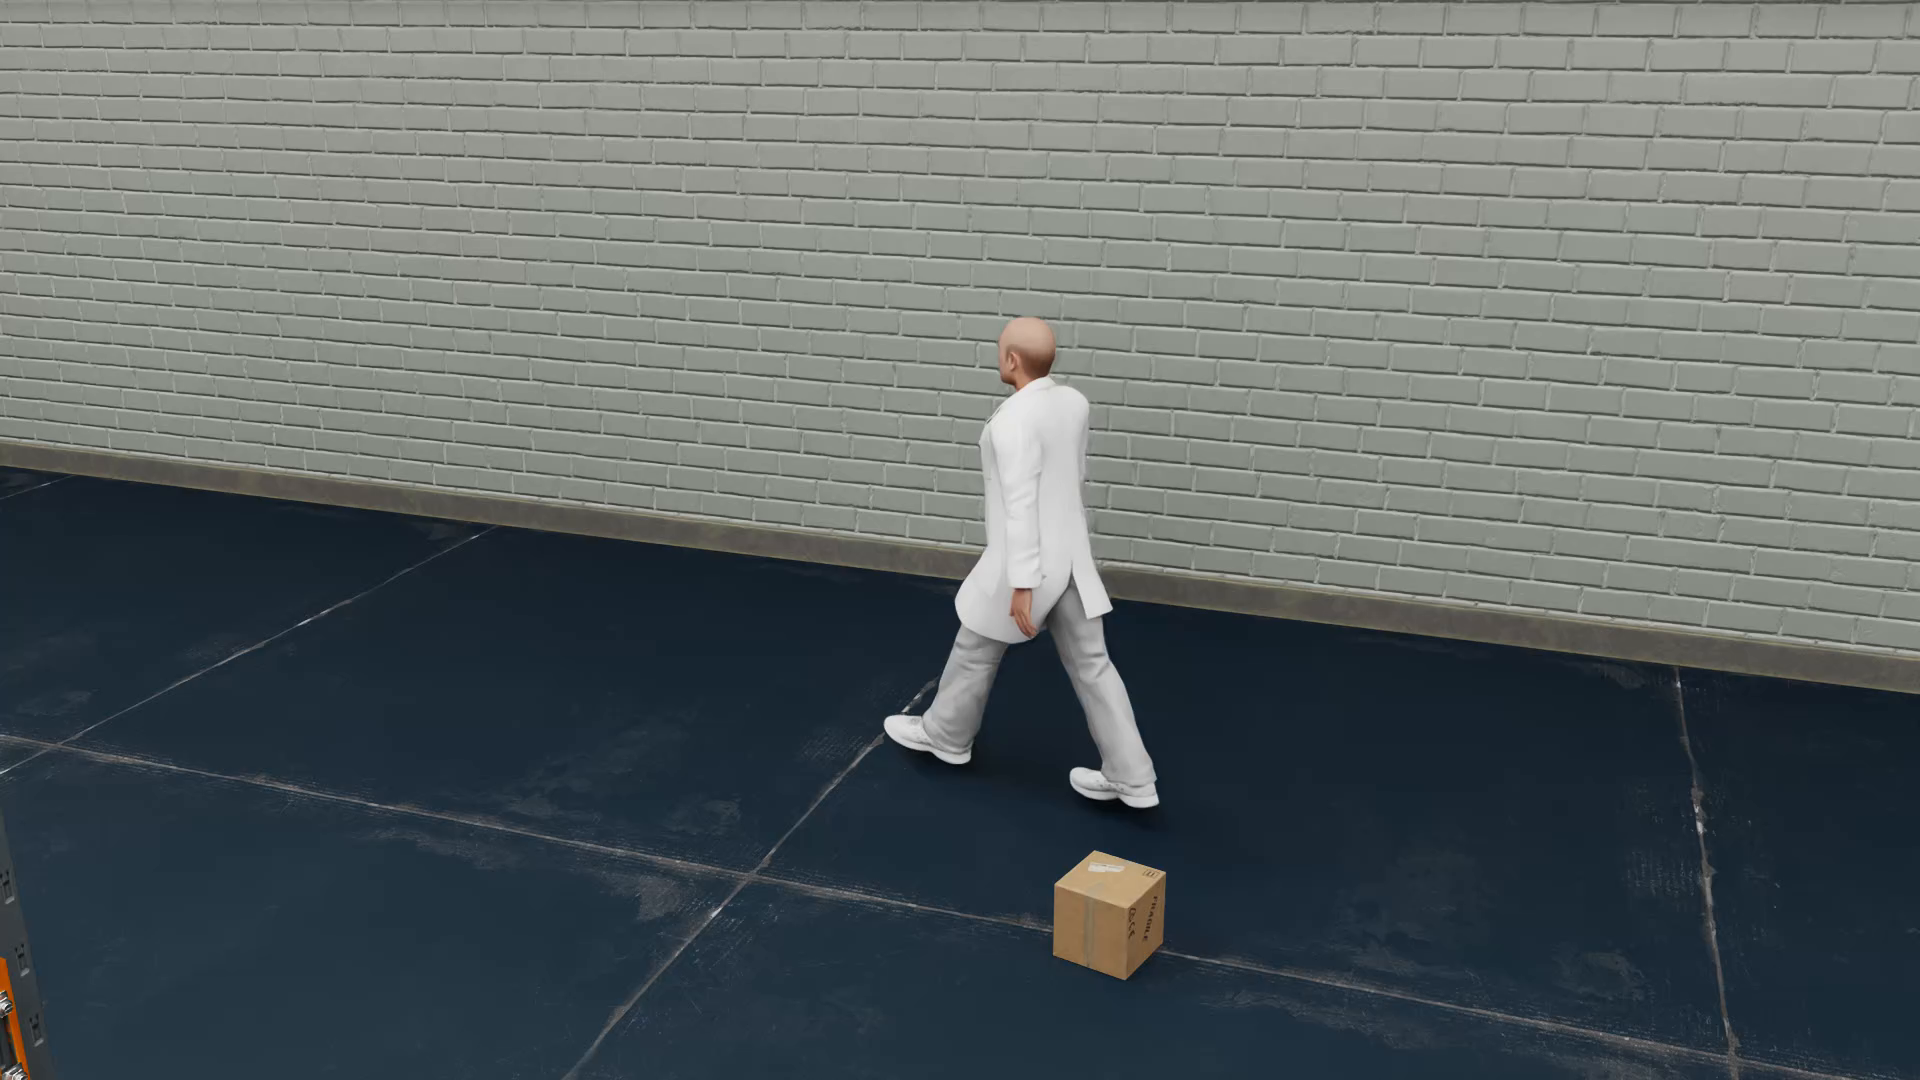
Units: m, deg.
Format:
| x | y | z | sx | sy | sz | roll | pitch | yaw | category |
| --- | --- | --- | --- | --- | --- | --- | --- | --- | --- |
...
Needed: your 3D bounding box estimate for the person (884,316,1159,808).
| x | y | z | sx | sy | sz | roll | pitch | yaw | category |
| --- | --- | --- | --- | --- | --- | --- | --- | --- | --- |
| 0.241 | 0.057 | 5.906 | 1.151 | 1.711 | 0.597 | 16 | 24 | 39 | person |
